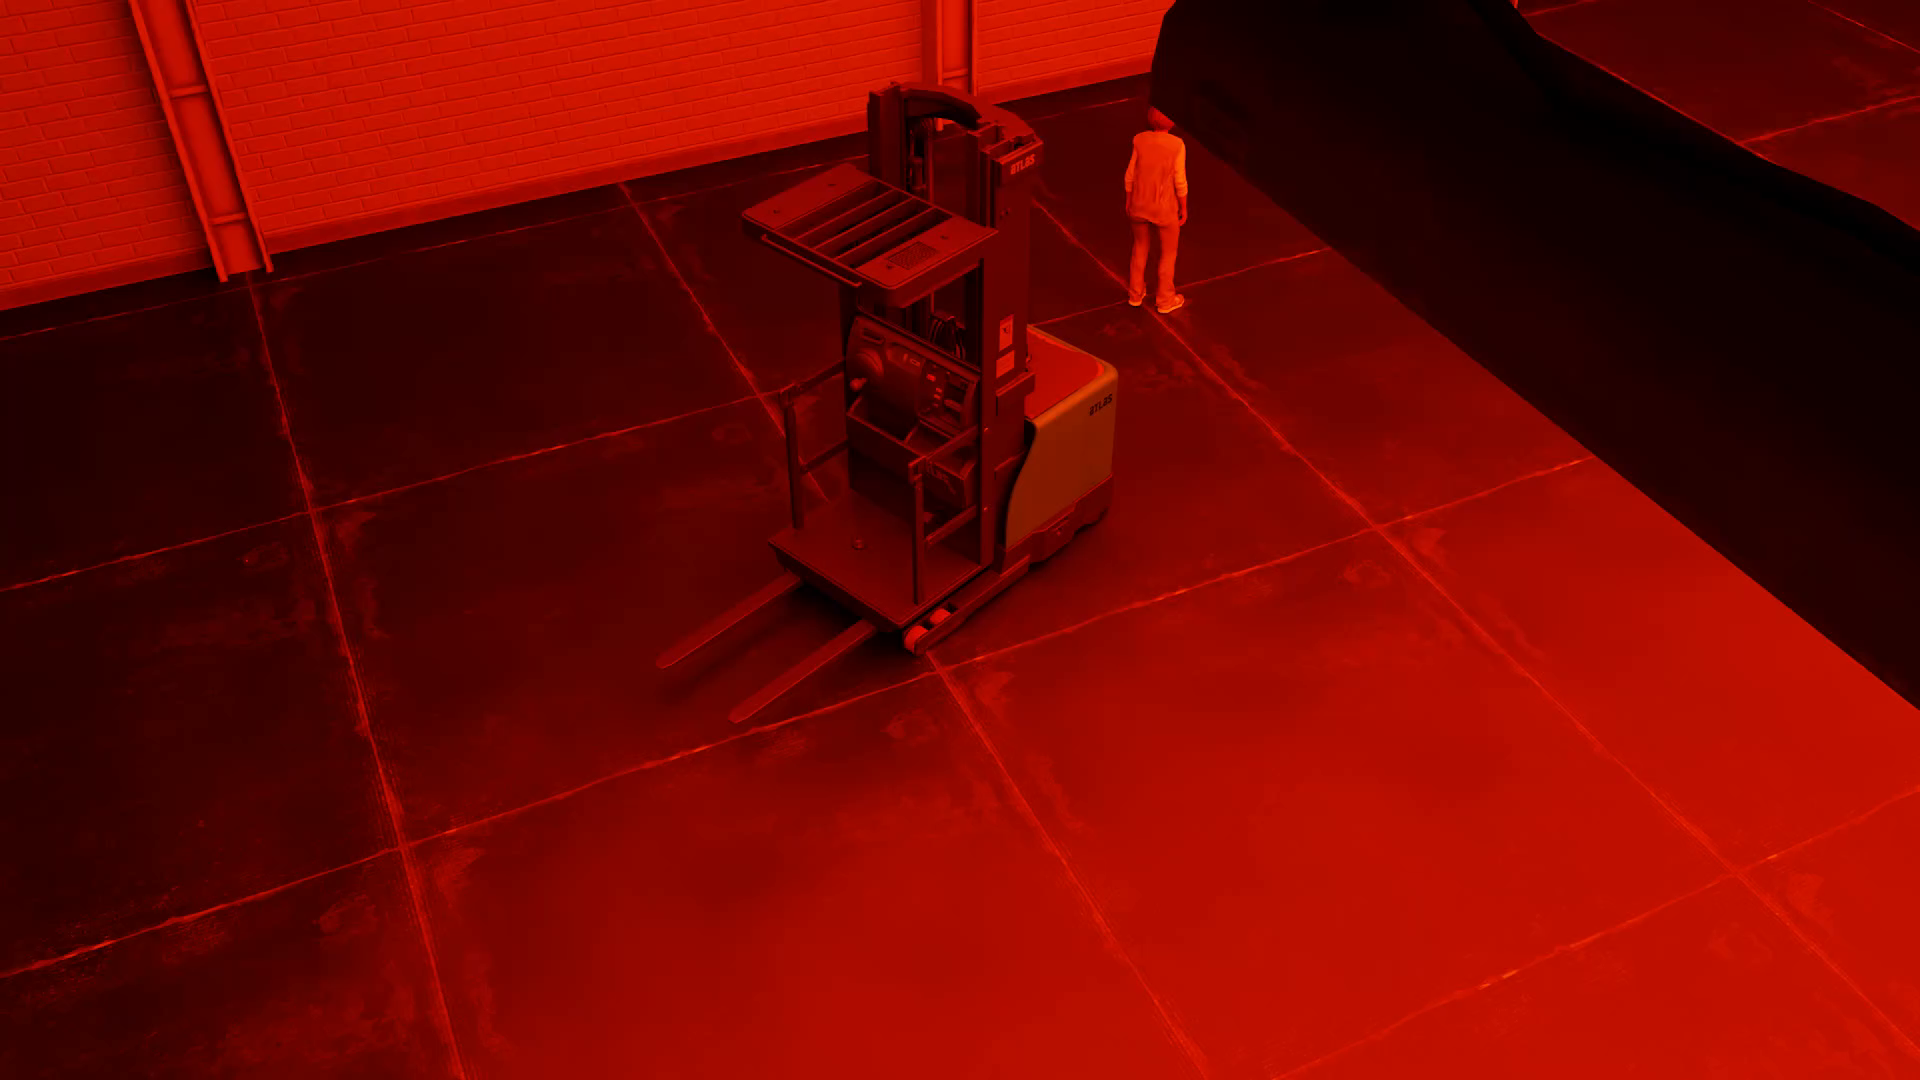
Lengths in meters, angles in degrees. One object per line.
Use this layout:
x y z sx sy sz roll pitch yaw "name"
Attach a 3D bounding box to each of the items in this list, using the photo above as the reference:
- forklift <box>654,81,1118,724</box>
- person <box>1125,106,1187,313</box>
-0.413 -0.839 9.021 1.130 2.935 3.031 31 49 31 "forklift"
1.404 -2.374 11.907 0.481 1.592 0.347 17 43 19 "person"
